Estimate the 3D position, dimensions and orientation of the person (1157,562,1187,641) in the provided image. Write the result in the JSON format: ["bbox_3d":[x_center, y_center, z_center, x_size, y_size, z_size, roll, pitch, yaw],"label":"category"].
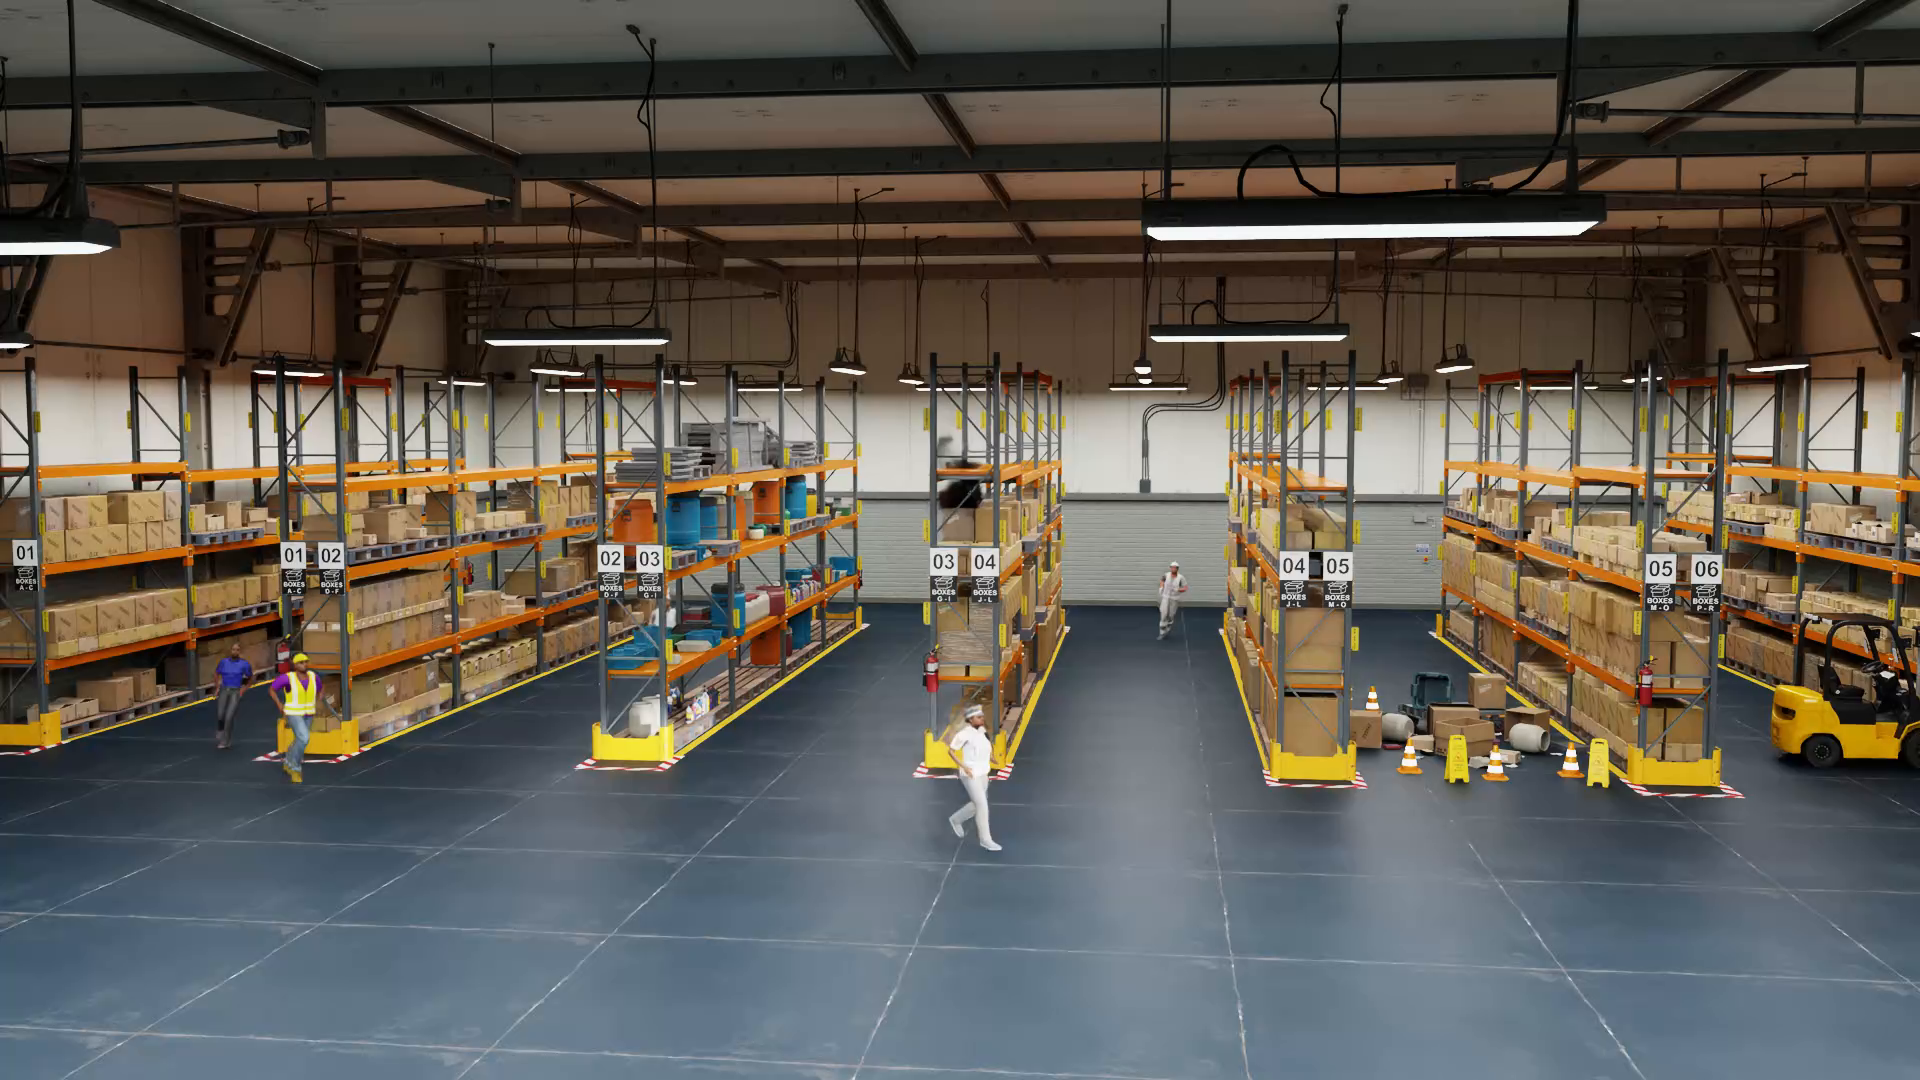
[{"bbox_3d":[4.934,1.401,38.509,0.674,1.810,0.888,1,4,13],"label":"person"}]

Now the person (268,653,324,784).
[{"bbox_3d":[-9.253,2.484,23.331,0.723,1.823,0.698,3,5,35],"label":"person"}]

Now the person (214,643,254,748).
[{"bbox_3d":[-11.263,2.385,25.763,0.631,1.606,0.538,-1,4,-14],"label":"person"}]

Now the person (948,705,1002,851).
[{"bbox_3d":[0.166,2.768,19.569,0.770,1.693,0.583,3,5,35],"label":"person"}]

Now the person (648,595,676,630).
[{"bbox_3d":[-5.658,1.889,31.922,0.659,1.729,0.538,0,4,-5],"label":"person"}]
